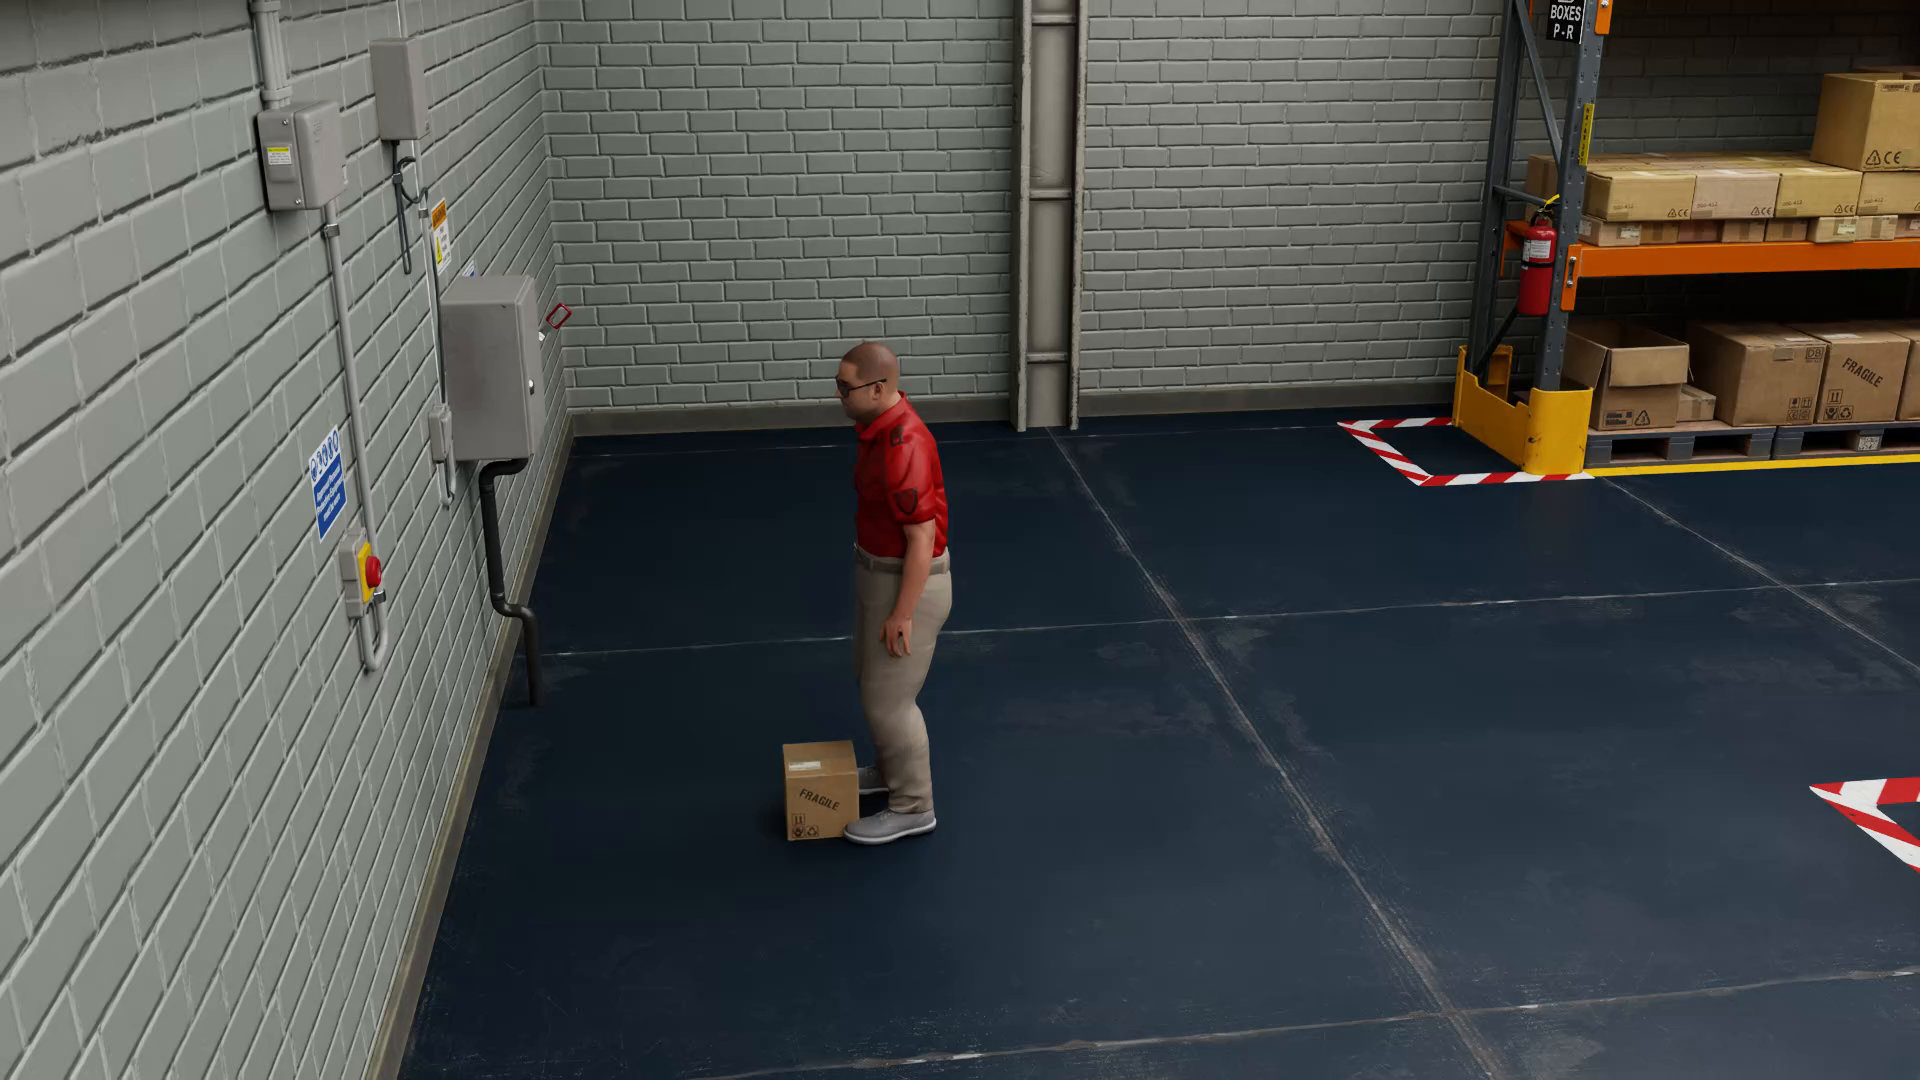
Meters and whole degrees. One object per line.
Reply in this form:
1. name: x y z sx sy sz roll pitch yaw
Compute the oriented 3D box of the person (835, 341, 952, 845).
1. person: -0.236 0.210 5.644 0.393 1.637 0.594 -4 20 -11
